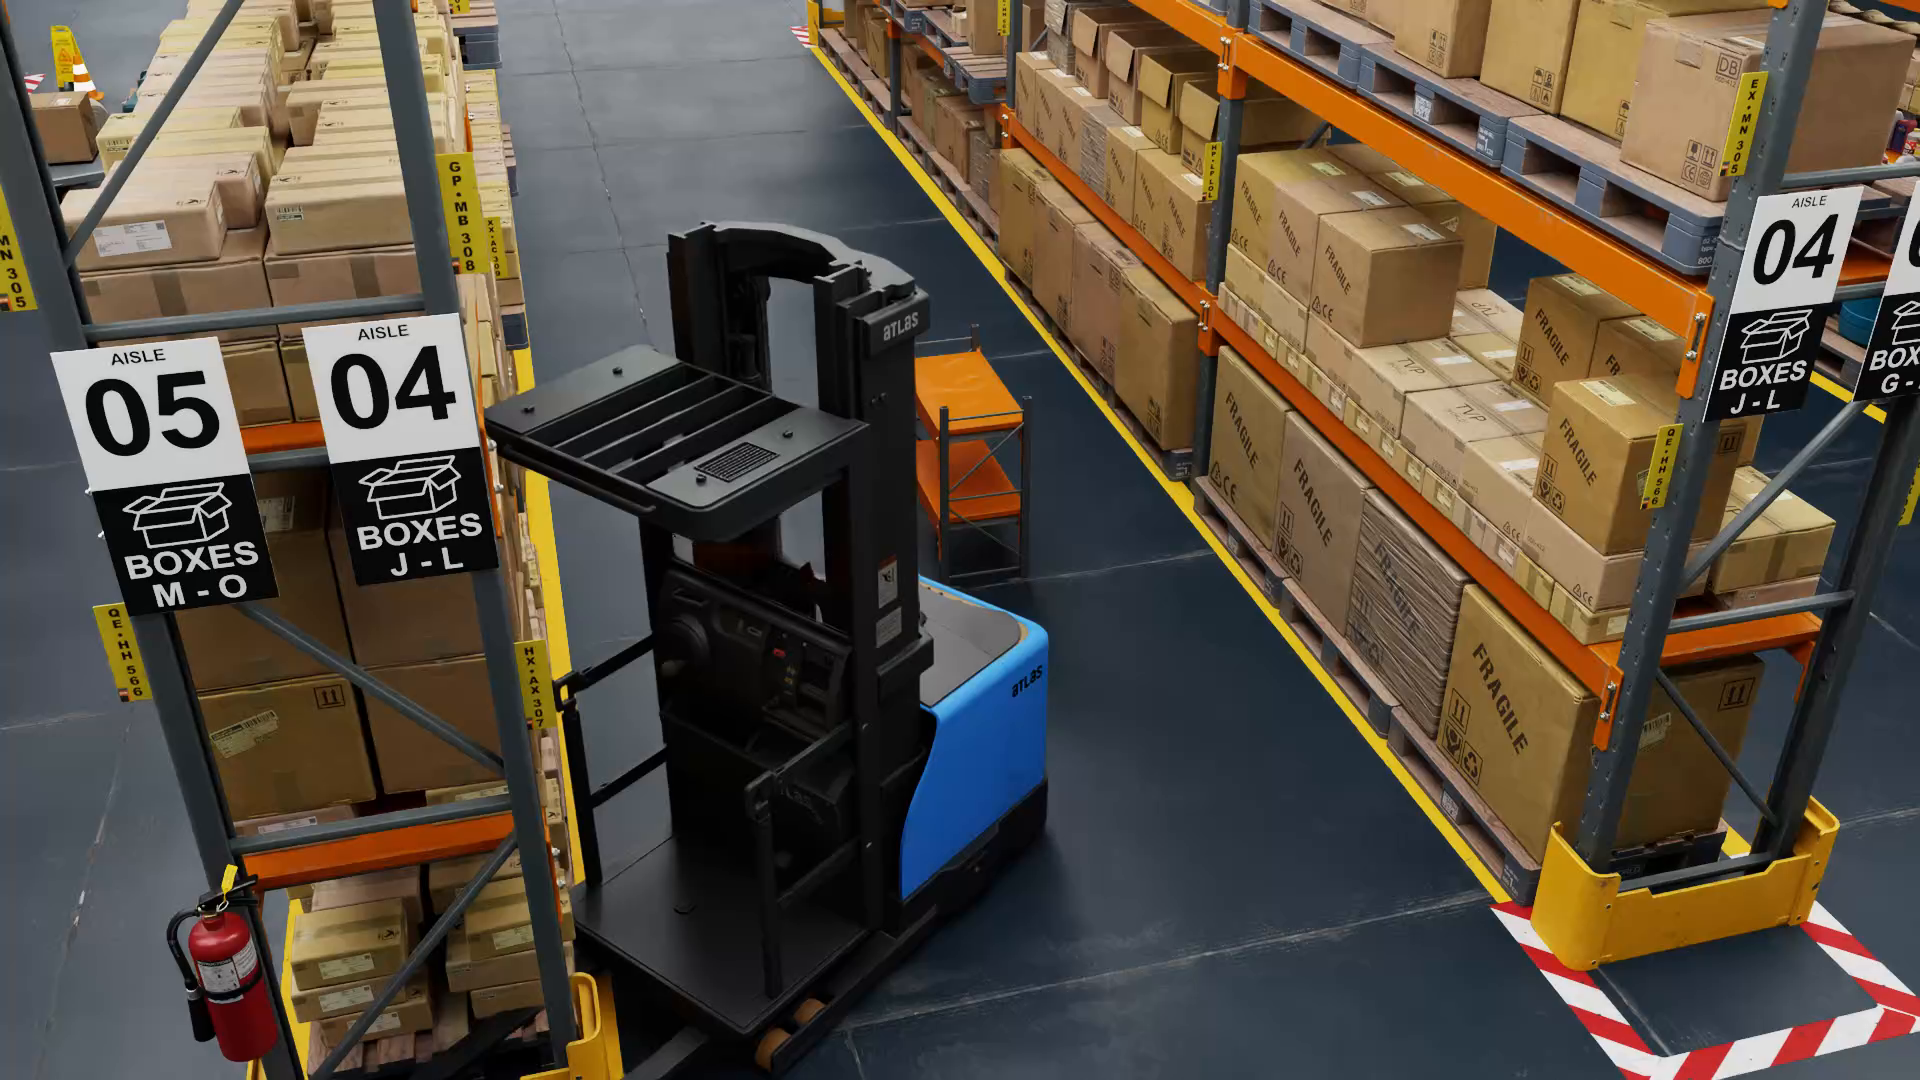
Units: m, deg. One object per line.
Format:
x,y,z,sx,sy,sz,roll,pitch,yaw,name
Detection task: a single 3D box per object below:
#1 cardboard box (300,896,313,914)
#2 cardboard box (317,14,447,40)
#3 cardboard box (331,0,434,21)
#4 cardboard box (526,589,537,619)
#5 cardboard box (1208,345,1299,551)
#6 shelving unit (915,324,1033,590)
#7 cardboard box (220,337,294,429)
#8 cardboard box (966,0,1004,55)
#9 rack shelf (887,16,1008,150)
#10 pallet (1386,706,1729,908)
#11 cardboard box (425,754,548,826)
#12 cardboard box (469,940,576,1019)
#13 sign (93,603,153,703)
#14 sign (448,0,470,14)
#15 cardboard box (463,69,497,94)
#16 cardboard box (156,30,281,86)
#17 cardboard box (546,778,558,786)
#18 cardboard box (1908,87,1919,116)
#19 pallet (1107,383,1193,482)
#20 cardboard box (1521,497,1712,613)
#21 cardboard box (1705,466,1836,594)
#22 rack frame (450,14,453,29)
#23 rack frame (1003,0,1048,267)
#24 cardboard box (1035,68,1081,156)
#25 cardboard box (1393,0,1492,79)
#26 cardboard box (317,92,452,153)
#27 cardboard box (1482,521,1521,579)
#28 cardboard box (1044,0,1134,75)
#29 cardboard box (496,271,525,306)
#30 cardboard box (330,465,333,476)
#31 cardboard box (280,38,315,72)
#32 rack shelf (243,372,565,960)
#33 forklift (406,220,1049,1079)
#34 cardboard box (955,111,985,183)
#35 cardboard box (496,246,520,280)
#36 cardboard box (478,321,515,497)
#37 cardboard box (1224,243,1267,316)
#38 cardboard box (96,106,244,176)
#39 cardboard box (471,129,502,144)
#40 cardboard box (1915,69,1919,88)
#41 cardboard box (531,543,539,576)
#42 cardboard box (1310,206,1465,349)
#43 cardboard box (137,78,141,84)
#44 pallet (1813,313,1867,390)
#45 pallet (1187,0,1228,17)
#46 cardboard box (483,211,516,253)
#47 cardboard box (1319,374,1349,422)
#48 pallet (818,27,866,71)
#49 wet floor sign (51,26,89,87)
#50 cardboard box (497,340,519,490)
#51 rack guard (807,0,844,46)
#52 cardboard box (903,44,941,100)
-2.385,1.350,6.552,0.380,0.149,0.250,-9,31,-15,cardboard box
-2.398,-2.045,6.945,0.500,0.250,0.500,-9,31,-15,cardboard box
-2.261,-2.042,6.542,0.380,0.149,0.250,-9,31,-15,cardboard box
-2.213,0.386,7.921,0.380,0.149,0.250,-9,31,-16,cardboard box
2.015,-0.581,9.460,0.875,0.875,0.875,-8,31,-13,cardboard box
0.002,-0.484,9.463,0.538,1.125,1.048,-8,31,-13,shelving unit
-2.206,-0.523,4.815,0.500,0.250,0.500,-9,31,-14,cardboard box
0.428,-4.317,13.694,0.700,0.500,0.500,-3,30,-6,cardboard box
0.324,-4.234,14.789,1.077,0.370,4.000,-8,31,-13,rack shelf
2.691,1.115,7.613,1.003,0.211,1.213,-8,31,-13,pallet
-1.601,0.804,5.618,0.380,0.149,0.250,-8,31,-14,cardboard box
-1.661,1.651,6.329,0.380,0.149,0.250,-7,31,-12,cardboard box
-2.371,0.321,4.730,0.100,0.325,0.005,-8,31,-13,sign
-2.371,-2.635,7.798,0.100,0.325,0.005,-8,31,-13,sign
-3.382,-3.124,11.390,0.380,0.149,0.250,-9,31,-15,cardboard box
-2.664,-1.721,5.987,0.380,0.149,0.250,-9,31,-15,cardboard box
-1.854,1.146,6.905,0.380,0.149,0.250,-7,31,-12,cardboard box
9.892,-4.357,16.609,0.500,0.250,0.500,-8,31,-14,cardboard box
1.639,-0.804,10.928,1.003,0.211,1.213,-8,31,-13,pallet
2.594,0.022,6.571,0.500,0.250,0.500,-8,31,-14,cardboard box
3.111,-0.047,6.690,0.500,0.250,0.500,-9,31,-15,cardboard box
-2.892,-3.634,7.045,1.000,3.000,0.127,-8,31,-13,rack frame
0.855,-3.580,12.940,1.000,3.000,0.127,-8,31,-13,rack frame
0.861,-3.103,12.017,0.500,0.500,0.500,-9,31,-15,cardboard box
2.323,-2.313,7.138,0.700,0.500,0.500,-7,31,-11,cardboard box
-1.813,-1.298,5.256,0.380,0.149,0.250,-7,31,-13,cardboard box
2.430,0.017,6.977,0.380,0.149,0.250,-8,31,-13,cardboard box
1.033,-3.702,12.050,0.797,0.503,0.637,-7,31,-12,cardboard box
-2.553,-1.362,8.940,0.380,0.149,0.250,-9,31,-16,cardboard box
-2.326,-0.143,5.607,0.500,0.500,0.500,-9,31,-15,cardboard box
-2.748,-1.736,6.412,0.500,0.250,0.500,-7,31,-12,cardboard box
-2.361,0.240,7.059,1.077,0.370,4.000,-8,31,-13,rack shelf
-0.911,0.463,6.025,1.130,2.935,3.031,21,36,32,forklift
0.341,-3.548,14.942,0.700,0.500,0.500,-5,30,-9,cardboard box
-2.553,-1.490,8.865,0.380,0.149,0.250,-7,31,-12,cardboard box
-1.950,-0.459,6.154,0.500,0.500,0.500,-9,31,-14,cardboard box
1.789,-1.450,9.113,0.500,0.250,0.500,-8,31,-14,cardboard box
-2.417,-1.218,5.118,0.380,0.149,0.250,-7,31,-12,cardboard box
-2.973,-2.373,10.093,0.380,0.149,0.250,-7,31,-12,cardboard box
9.886,-4.600,16.469,0.500,0.311,0.500,-8,31,-14,cardboard box
-2.460,0.159,8.907,0.380,0.149,0.250,-7,31,-13,cardboard box
2.063,-1.281,8.074,0.500,0.500,0.500,-9,31,-15,cardboard box
-7.916,-4.534,17.080,0.637,0.503,0.797,19,35,29,cardboard box
6.527,-1.478,12.092,1.003,0.211,1.213,-8,31,-13,pallet
1.626,-3.299,9.653,0.805,0.209,1.217,-9,31,-15,pallet
-2.553,-1.619,8.791,0.380,0.149,0.250,-6,31,-11,cardboard box
2.019,-0.726,8.261,0.380,0.149,0.250,-7,31,-13,cardboard box
-1.067,-5.803,19.565,1.003,0.211,1.213,-8,31,-13,pallet
-9.842,-5.341,18.333,0.267,0.644,0.232,2,30,4,wet floor sign
-2.224,-0.522,7.260,0.500,0.500,0.500,-8,31,-14,cardboard box
-1.248,-6.325,20.179,1.175,0.500,0.348,-8,31,-13,rack guard
-0.274,-4.810,17.142,0.500,0.500,0.500,-9,31,-15,cardboard box
